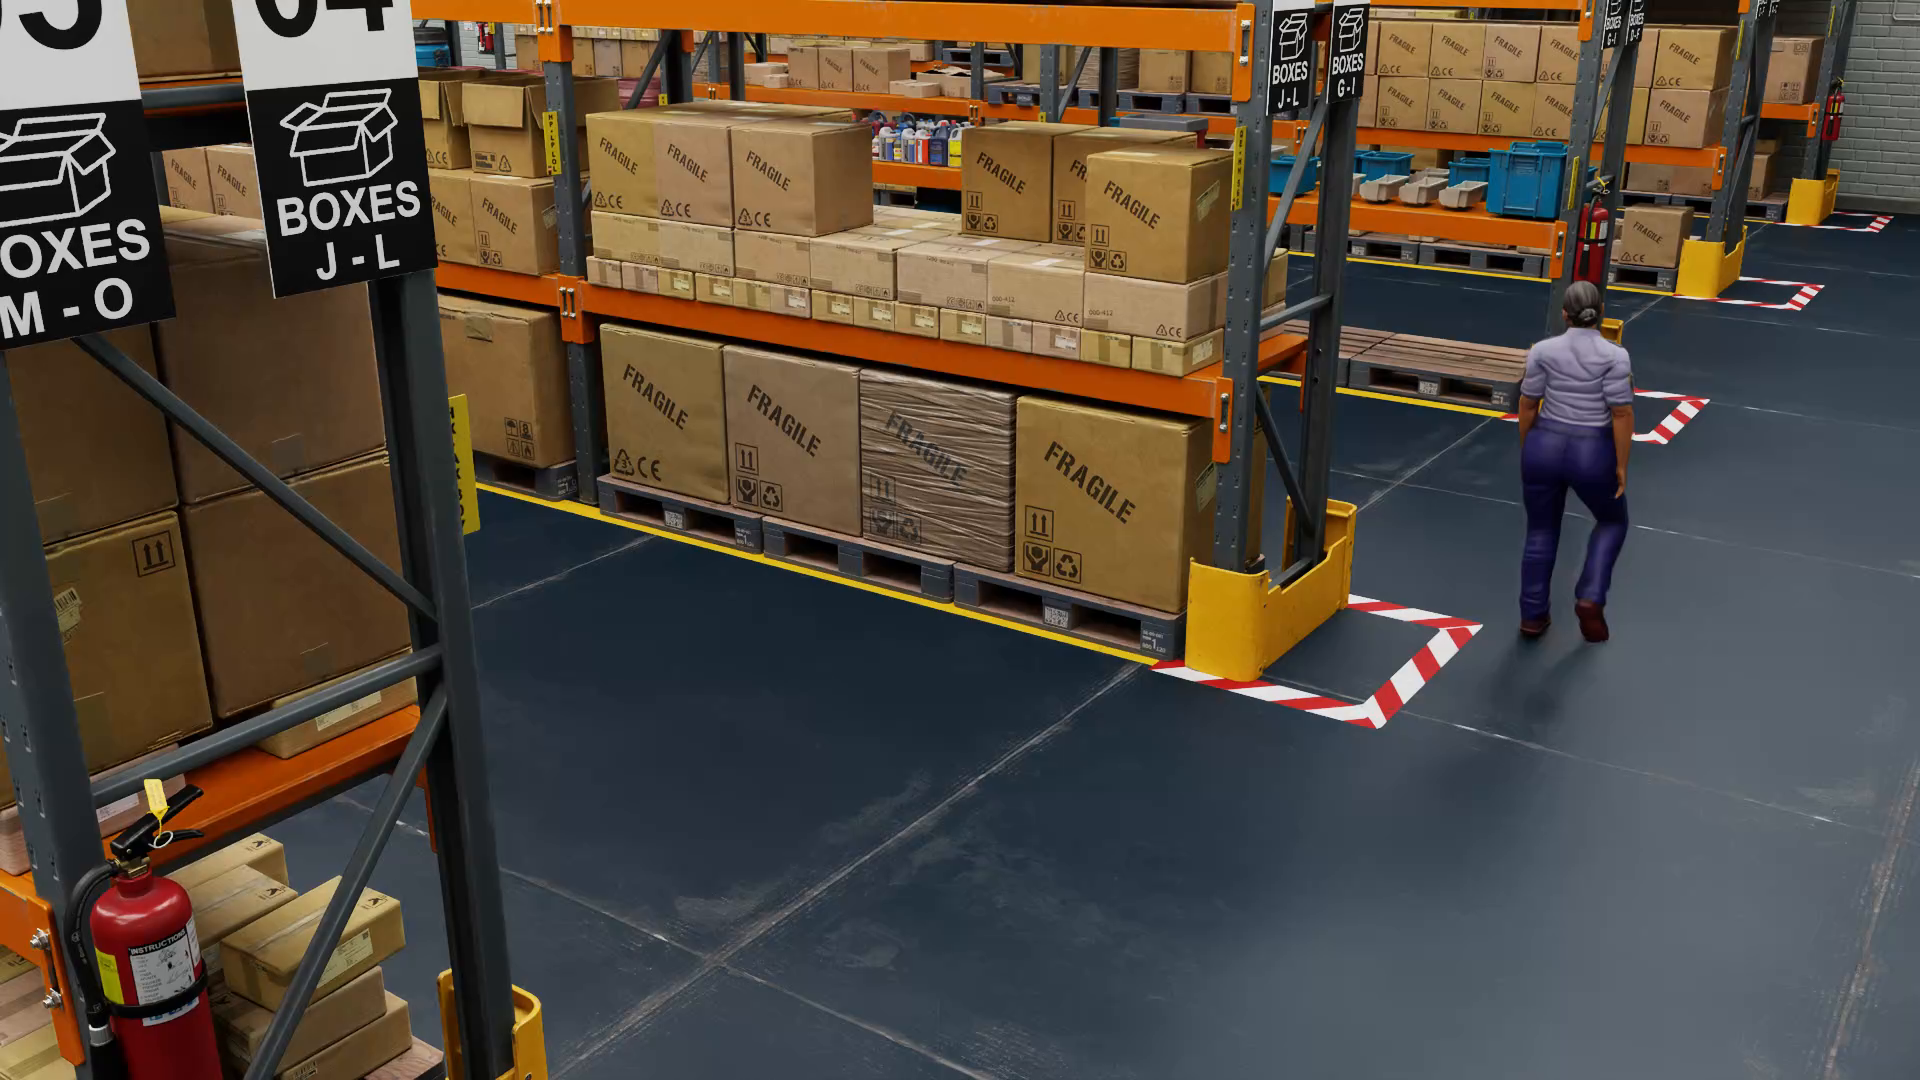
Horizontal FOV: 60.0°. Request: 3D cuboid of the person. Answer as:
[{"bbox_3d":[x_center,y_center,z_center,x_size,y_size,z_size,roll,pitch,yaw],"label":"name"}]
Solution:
[{"bbox_3d":[2.786,-0.346,7.563,0.527,1.659,0.432,11,23,27],"label":"person"}]
